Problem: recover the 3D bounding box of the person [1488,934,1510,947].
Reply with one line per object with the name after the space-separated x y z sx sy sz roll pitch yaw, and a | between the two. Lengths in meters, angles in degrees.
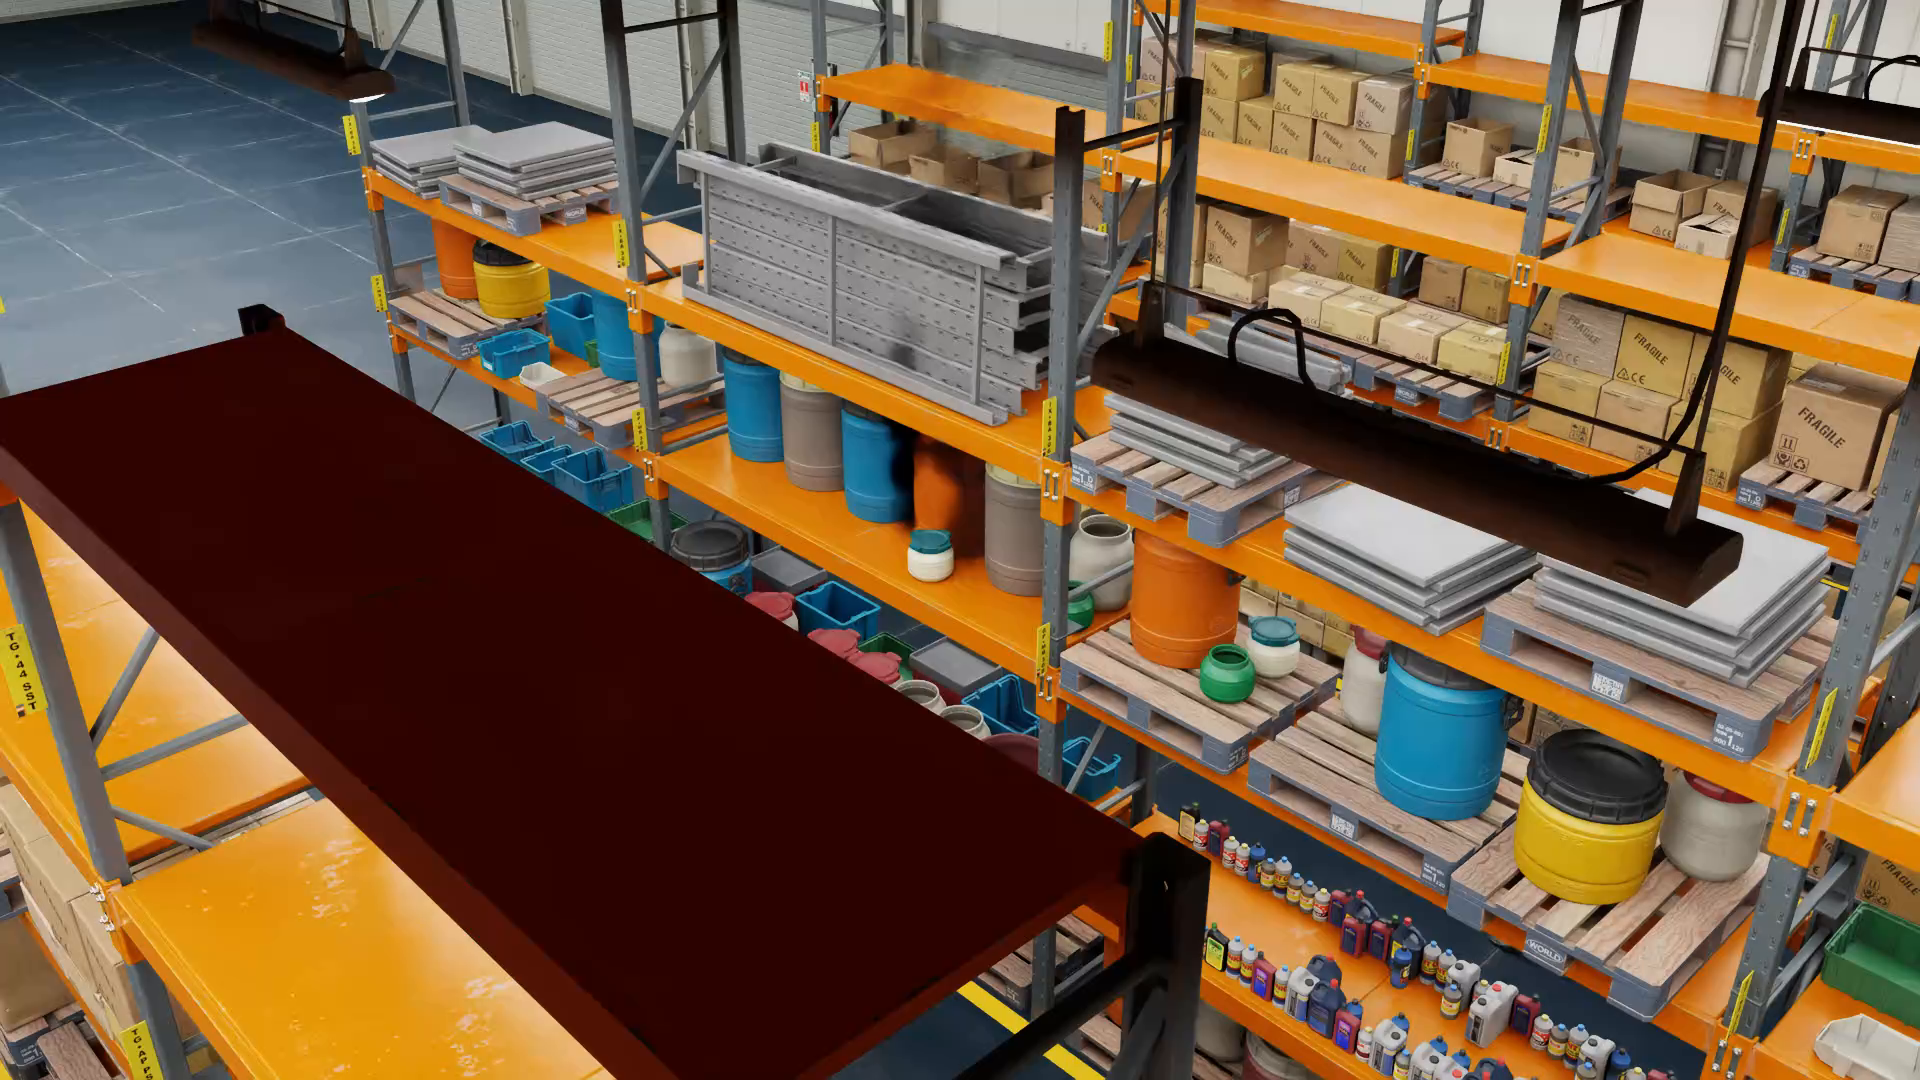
4.127 2.089 11.038 0.949 1.777 0.657 18 33 30 | person
